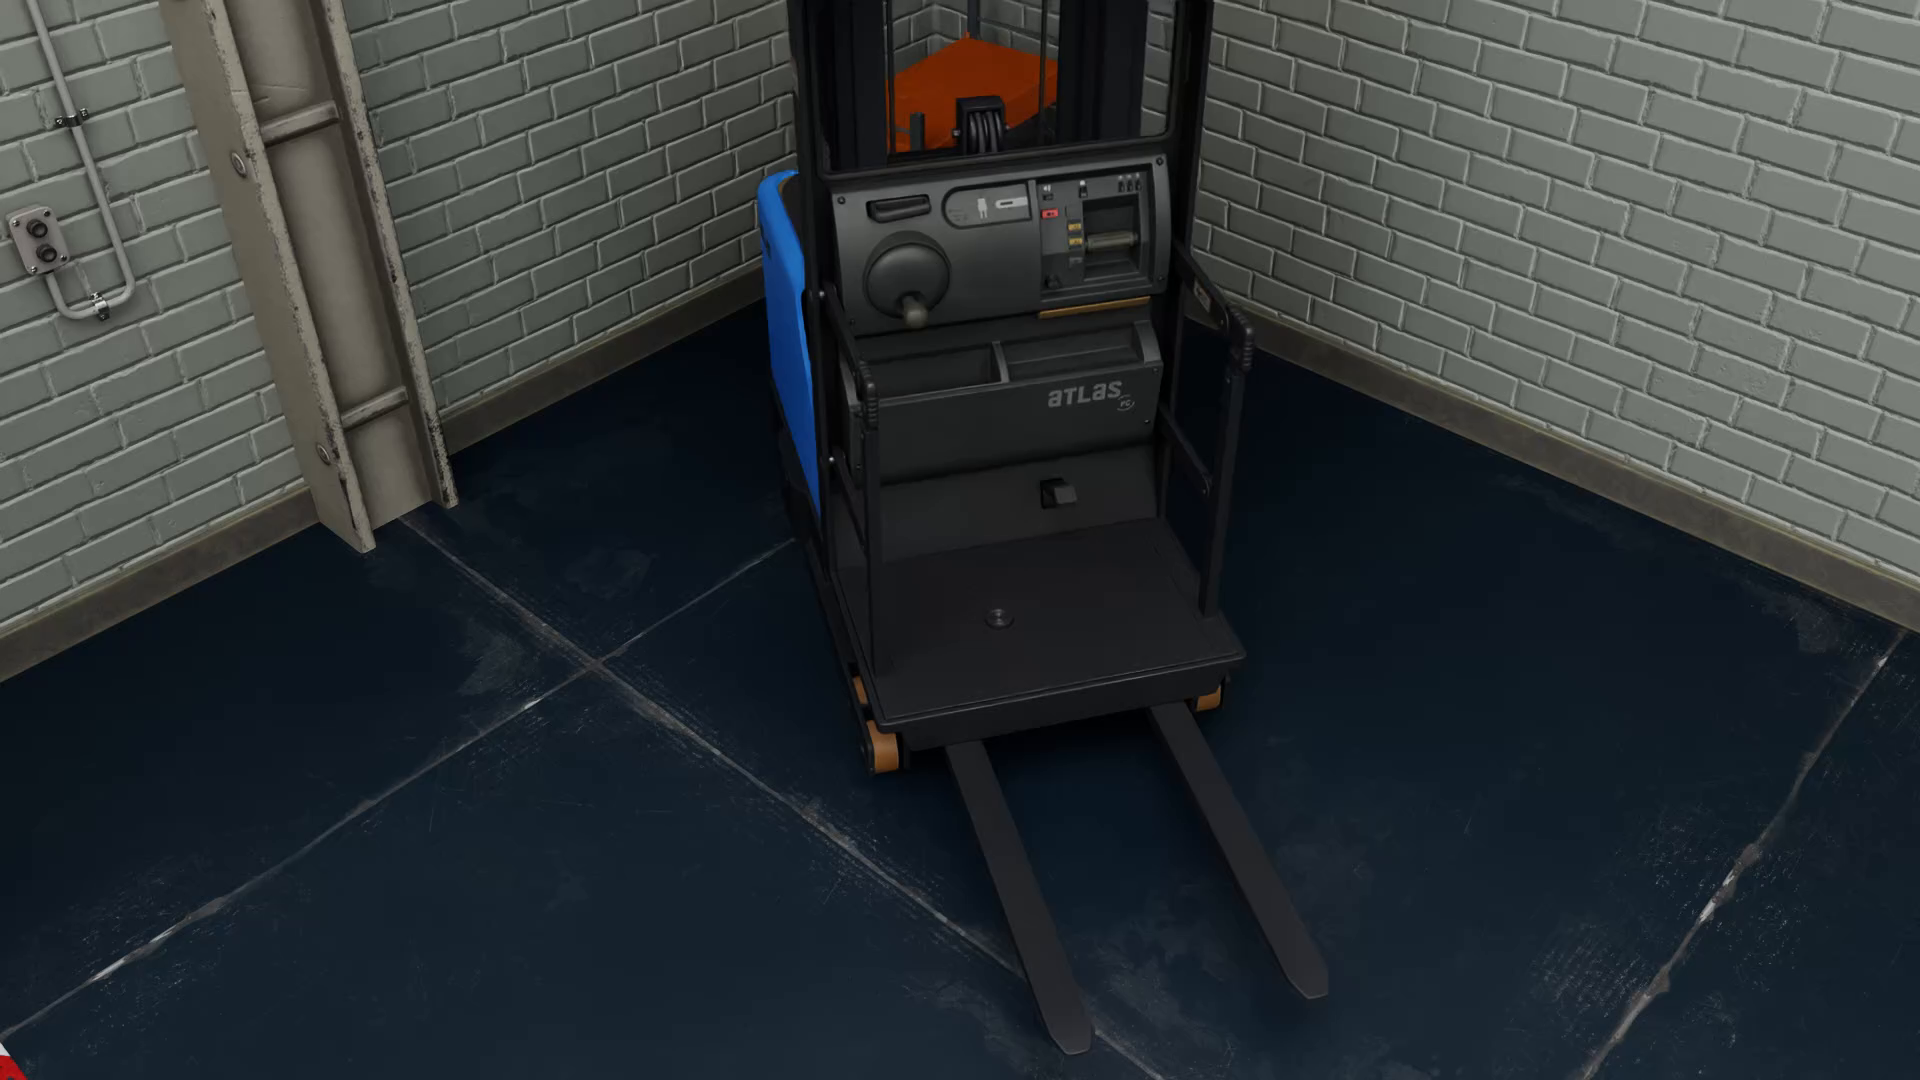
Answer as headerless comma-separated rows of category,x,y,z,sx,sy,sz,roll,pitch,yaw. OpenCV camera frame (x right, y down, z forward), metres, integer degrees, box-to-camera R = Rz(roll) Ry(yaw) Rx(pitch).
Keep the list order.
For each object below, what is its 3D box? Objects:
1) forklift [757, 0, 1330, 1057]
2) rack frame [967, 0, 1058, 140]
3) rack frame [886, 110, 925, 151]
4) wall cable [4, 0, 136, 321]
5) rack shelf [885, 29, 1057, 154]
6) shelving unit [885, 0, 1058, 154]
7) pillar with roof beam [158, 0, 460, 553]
forklift,0.179,-0.733,4.317,1.130,2.935,3.031,-9,39,-12
rack frame,0.243,-1.654,6.927,0.500,1.125,0.032,23,44,27
rack frame,-0.338,-1.135,6.274,0.500,1.125,0.032,23,44,27
wall cable,-3.042,-1.061,3.858,0.084,1.984,1.851,30,47,32
rack shelf,-0.048,-1.624,6.418,0.538,0.278,1.000,23,44,27
shelving unit,-0.048,-1.395,6.600,0.538,1.125,1.048,23,44,27
pillar with roof beam,1.154,-1.822,0.812,9.100,9.000,0.400,30,47,32
